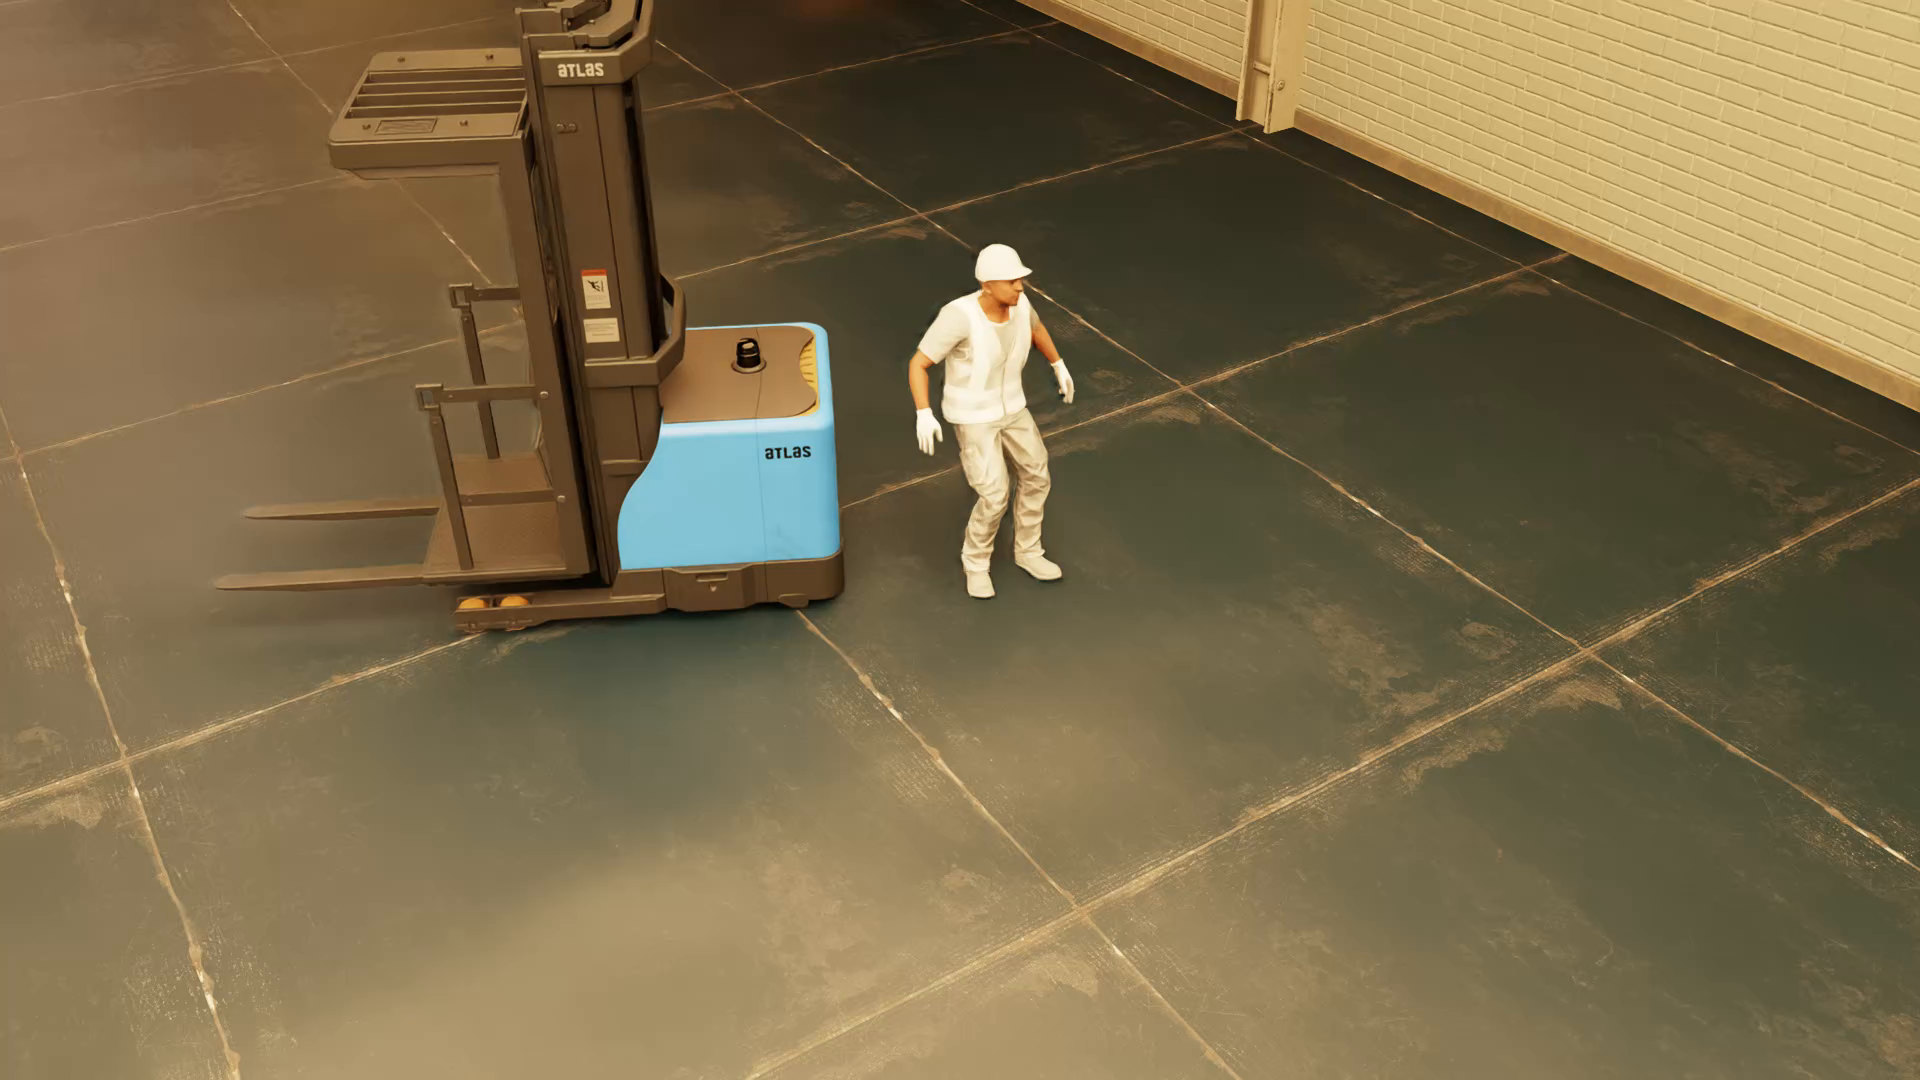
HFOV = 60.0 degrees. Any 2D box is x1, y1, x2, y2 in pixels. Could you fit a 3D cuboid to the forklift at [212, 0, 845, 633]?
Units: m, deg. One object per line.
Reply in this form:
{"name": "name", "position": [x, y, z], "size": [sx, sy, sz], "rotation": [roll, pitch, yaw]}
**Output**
{"name": "forklift", "position": [-2.121, -1.069, 7.669], "size": [3.031, 2.935, 1.130], "rotation": [-3, 35, -5]}

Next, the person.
{"name": "person", "position": [0.222, -0.572, 8.052], "size": [0.961, 1.749, 0.625], "rotation": [-26, 42, -32]}
